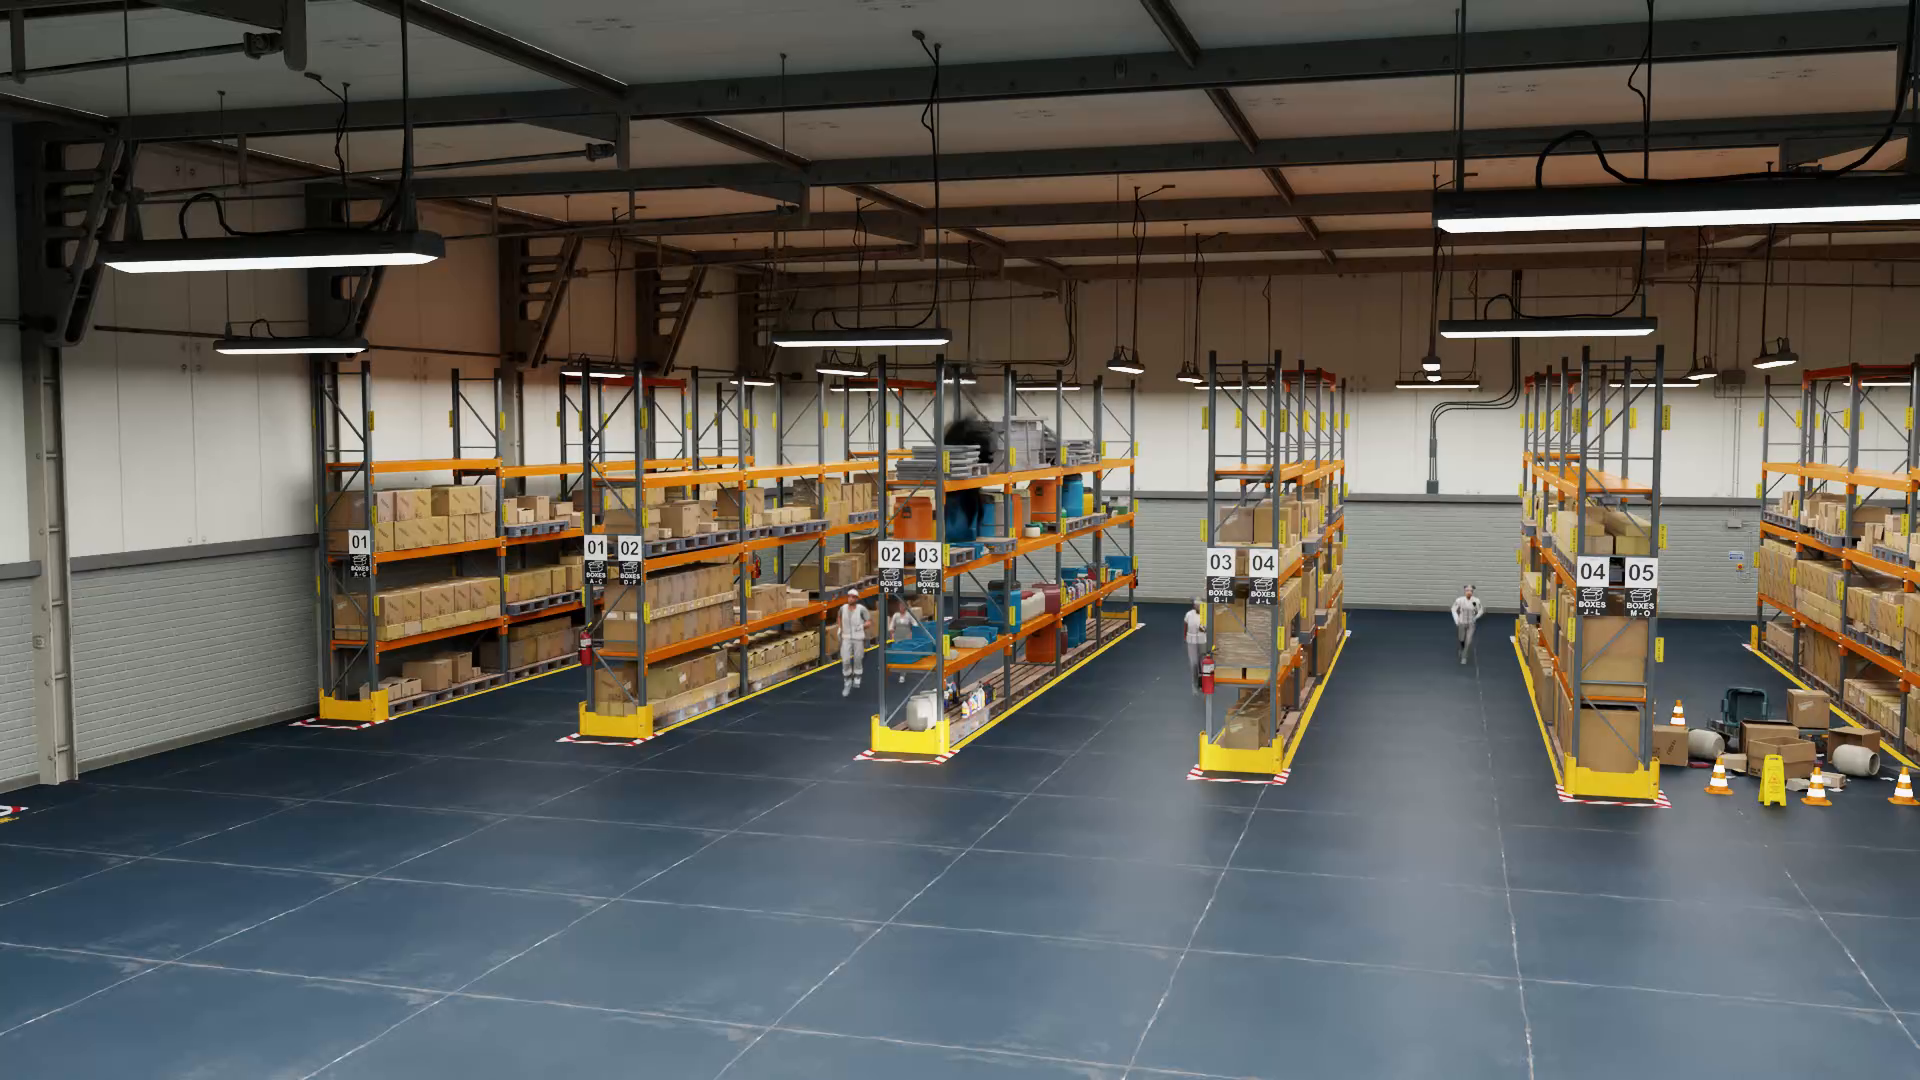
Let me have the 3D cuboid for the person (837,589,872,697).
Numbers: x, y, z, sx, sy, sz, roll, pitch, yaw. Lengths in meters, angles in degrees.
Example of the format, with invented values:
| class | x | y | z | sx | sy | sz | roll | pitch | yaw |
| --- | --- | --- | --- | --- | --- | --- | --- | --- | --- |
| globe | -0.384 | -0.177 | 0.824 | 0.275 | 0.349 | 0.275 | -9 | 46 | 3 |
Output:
| class | x | y | z | sx | sy | sz | roll | pitch | yaw |
| --- | --- | --- | --- | --- | --- | --- | --- | --- | --- |
| person | -1.858 | 1.785 | 28.912 | 0.642 | 1.869 | 0.724 | 0 | 4 | 6 |

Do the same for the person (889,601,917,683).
| class | x | y | z | sx | sy | sz | roll | pitch | yaw |
| --- | --- | --- | --- | --- | --- | --- | --- | --- | --- |
| person | -1.098 | 1.943 | 32.069 | 0.537 | 1.561 | 0.589 | 0 | 4 | 2 |

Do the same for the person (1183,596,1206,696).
| class | x | y | z | sx | sy | sz | roll | pitch | yaw |
| --- | --- | --- | --- | --- | --- | --- | --- | --- | --- |
| person | 4.171 | 1.829 | 29.076 | 0.567 | 1.719 | 0.879 | 1 | 4 | 12 |

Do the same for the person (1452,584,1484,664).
| class | x | y | z | sx | sy | sz | roll | pitch | yaw |
| --- | --- | --- | --- | --- | --- | --- | --- | --- | --- |
| person | 10.478 | 1.731 | 34.327 | 0.626 | 1.655 | 0.526 | 1 | 4 | 14 |
